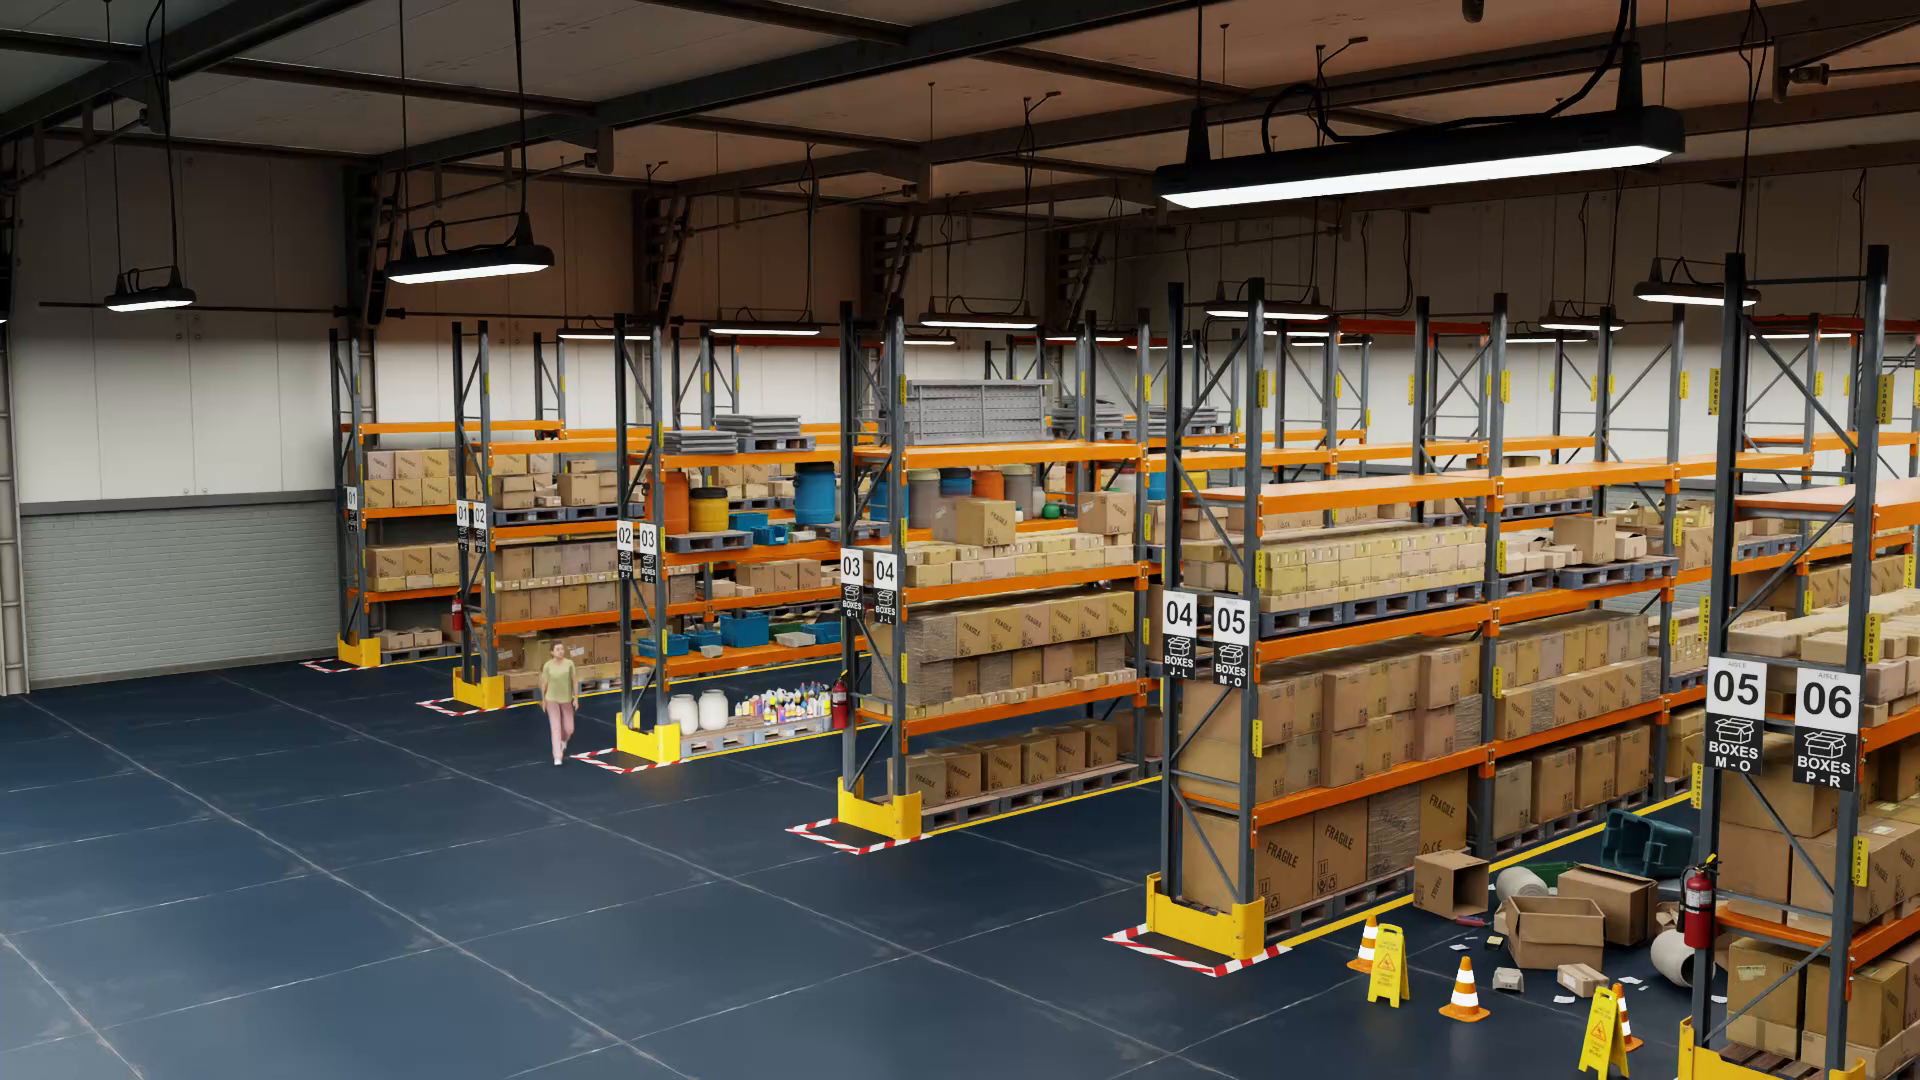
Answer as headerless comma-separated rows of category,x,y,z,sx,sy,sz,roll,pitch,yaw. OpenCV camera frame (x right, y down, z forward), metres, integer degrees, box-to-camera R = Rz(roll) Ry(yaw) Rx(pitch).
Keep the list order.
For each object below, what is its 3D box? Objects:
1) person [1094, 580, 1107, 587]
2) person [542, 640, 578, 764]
person,2.661,1.251,31.609,0.702,1.601,0.600,-4,7,-33
person,-5.360,2.143,22.279,0.467,1.634,0.771,-2,6,-19
